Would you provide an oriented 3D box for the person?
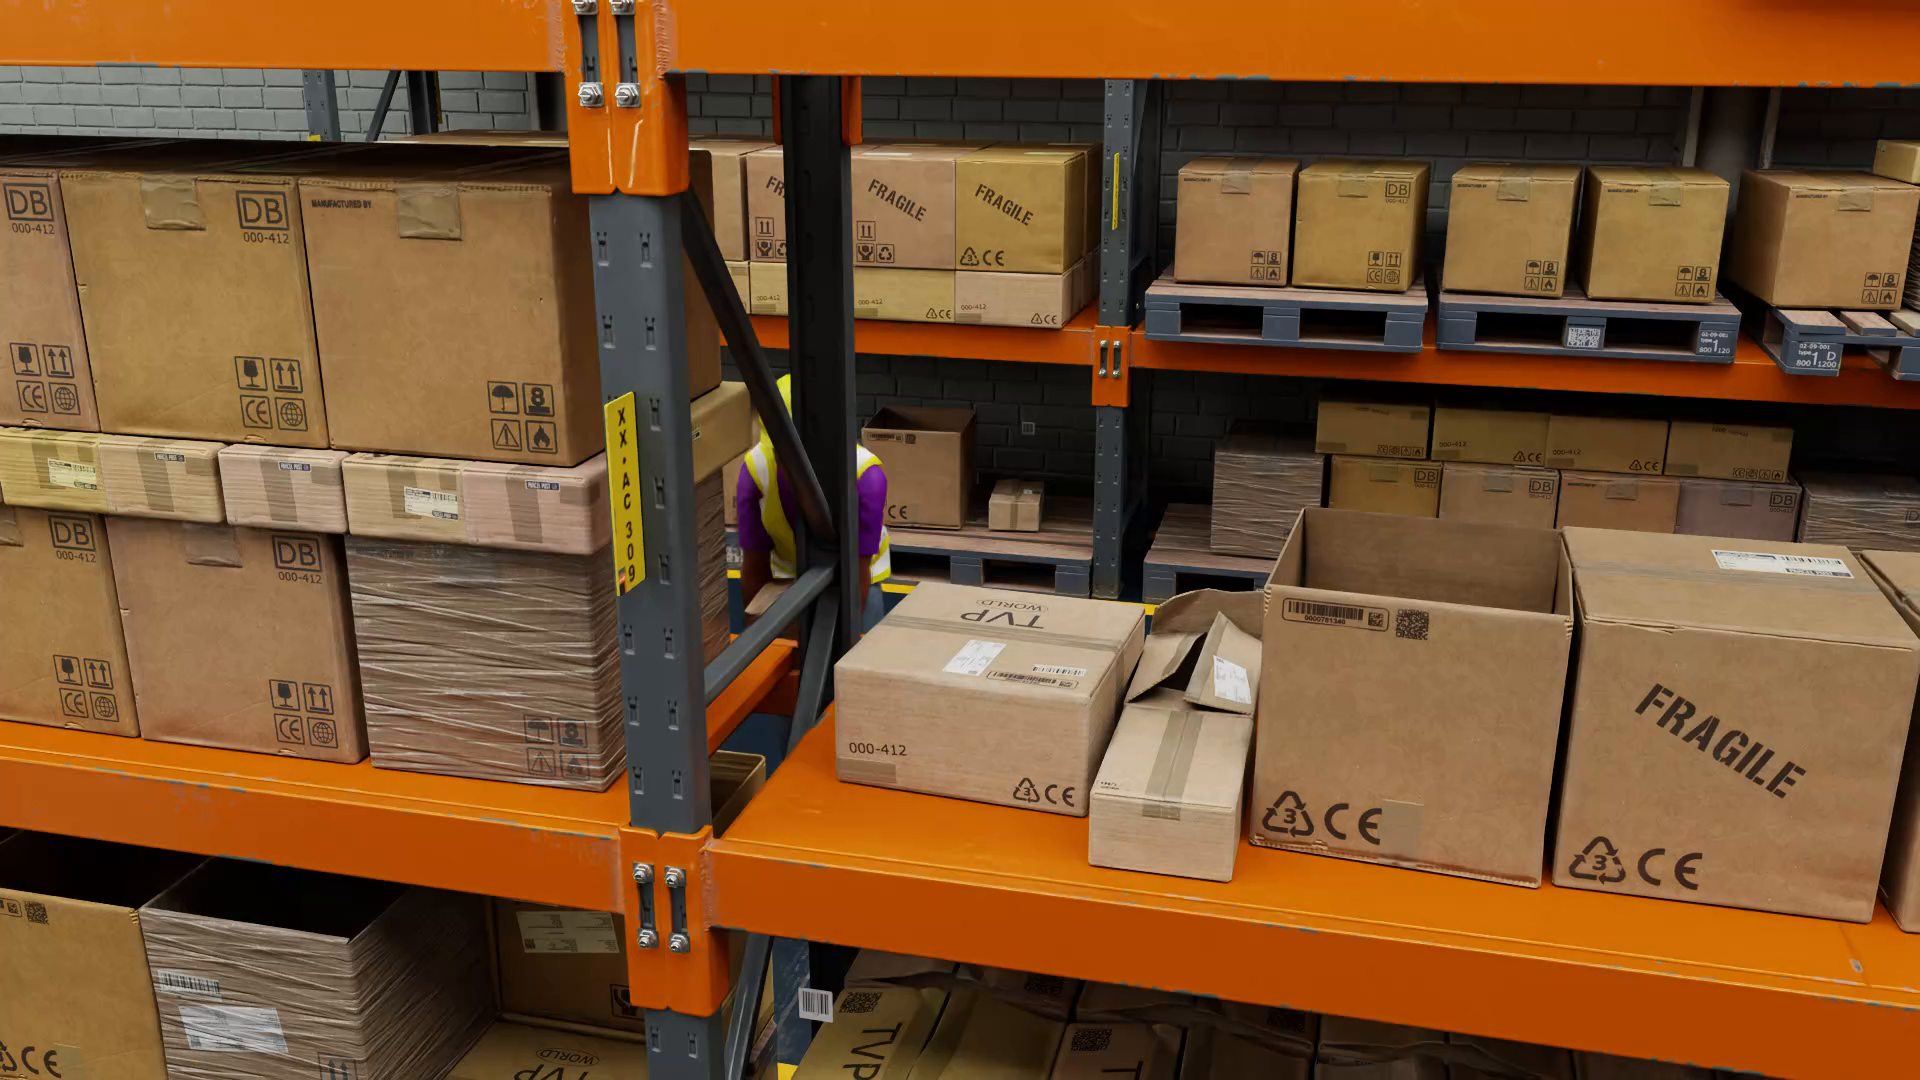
[{"bbox_3d":[-0.472,0.226,5.502,0.483,1.657,0.693,4,19,12],"label":"person"}]
